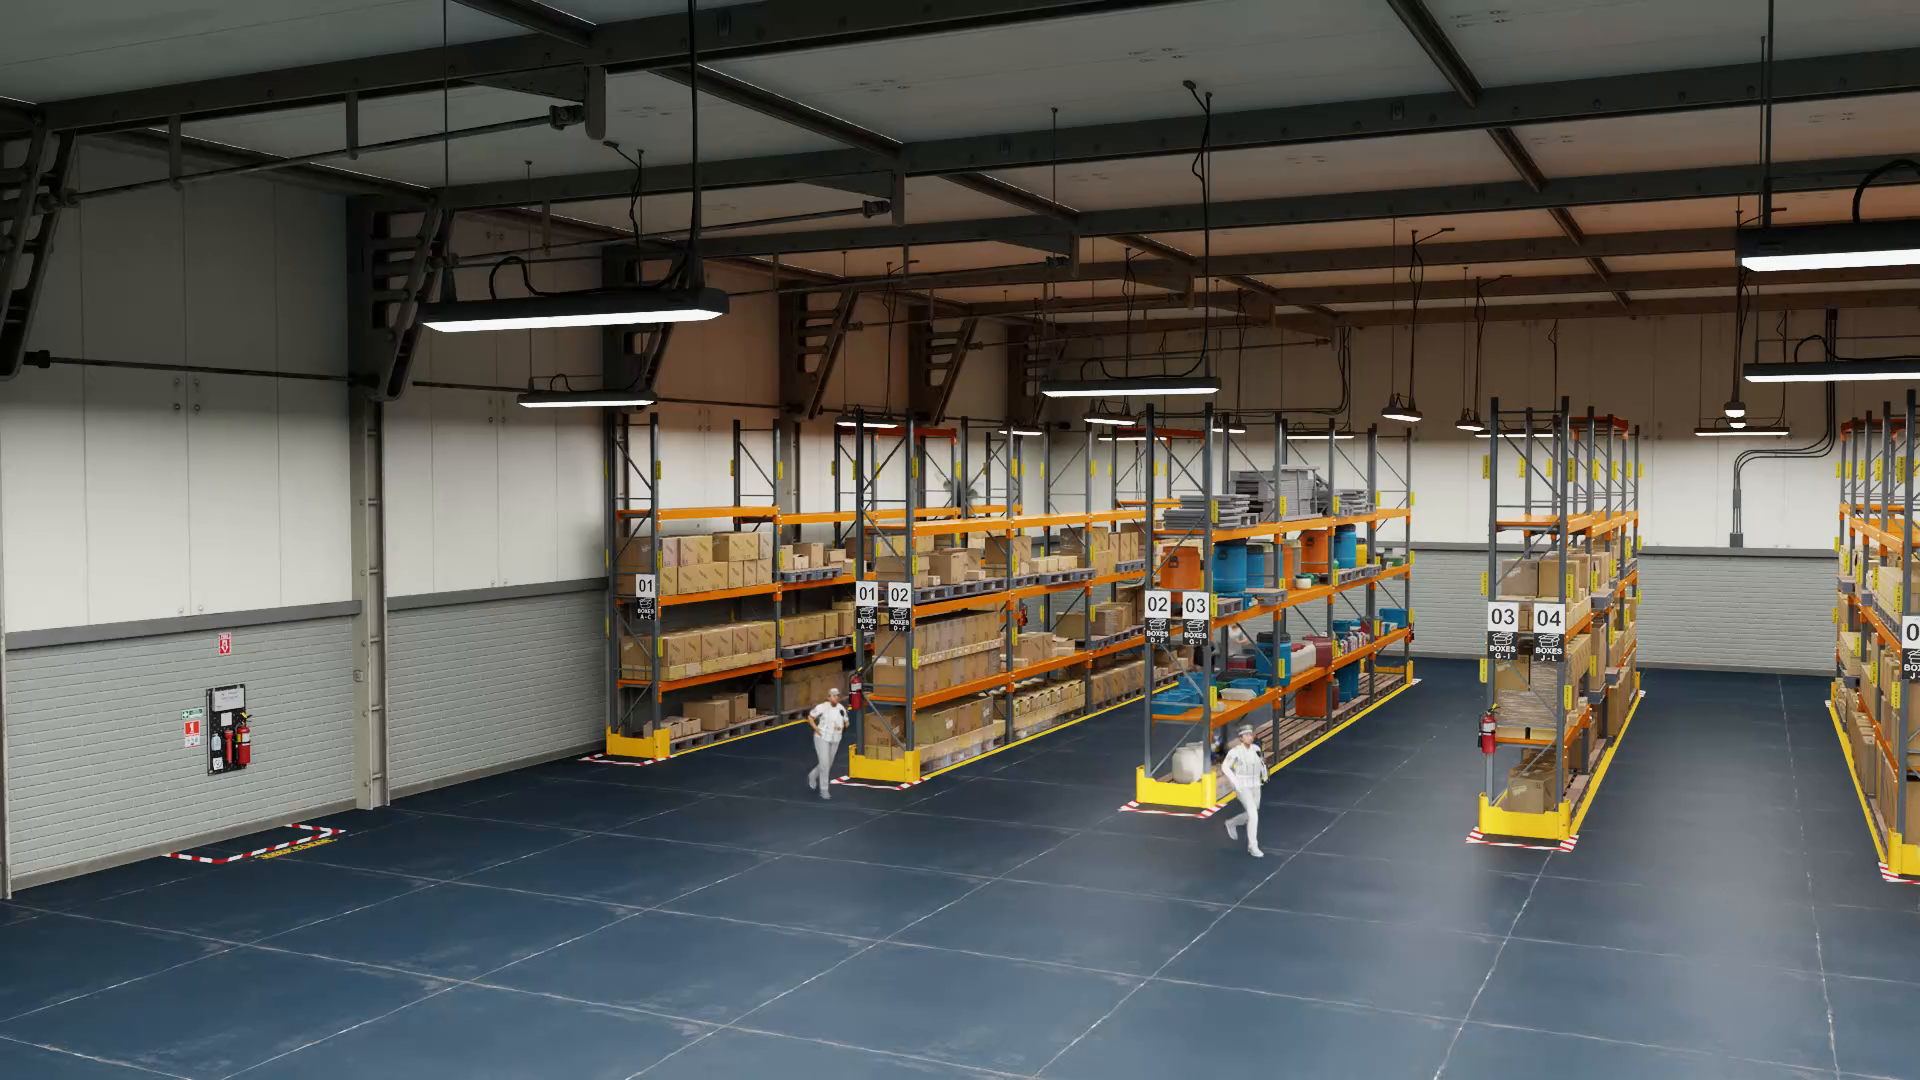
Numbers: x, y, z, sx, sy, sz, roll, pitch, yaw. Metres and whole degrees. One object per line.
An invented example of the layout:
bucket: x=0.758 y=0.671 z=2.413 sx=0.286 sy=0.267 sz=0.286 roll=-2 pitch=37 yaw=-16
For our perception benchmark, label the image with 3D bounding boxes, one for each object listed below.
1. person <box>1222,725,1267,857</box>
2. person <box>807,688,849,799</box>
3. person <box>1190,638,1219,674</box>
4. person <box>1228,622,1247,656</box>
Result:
person: x=3.755 y=3.253 z=21.828 sx=0.611 sy=1.696 sz=0.738 roll=-1 pitch=3 yaw=-28
person: x=-2.025 y=3.122 z=25.764 sx=0.634 sy=1.670 sz=0.840 roll=-1 pitch=3 yaw=-31
person: x=5.112 y=2.670 z=34.770 sx=0.633 sy=1.771 sz=0.825 roll=1 pitch=2 yaw=14
person: x=6.236 y=2.557 z=37.716 sx=0.565 sy=1.652 sz=0.951 roll=1 pitch=3 yaw=17
